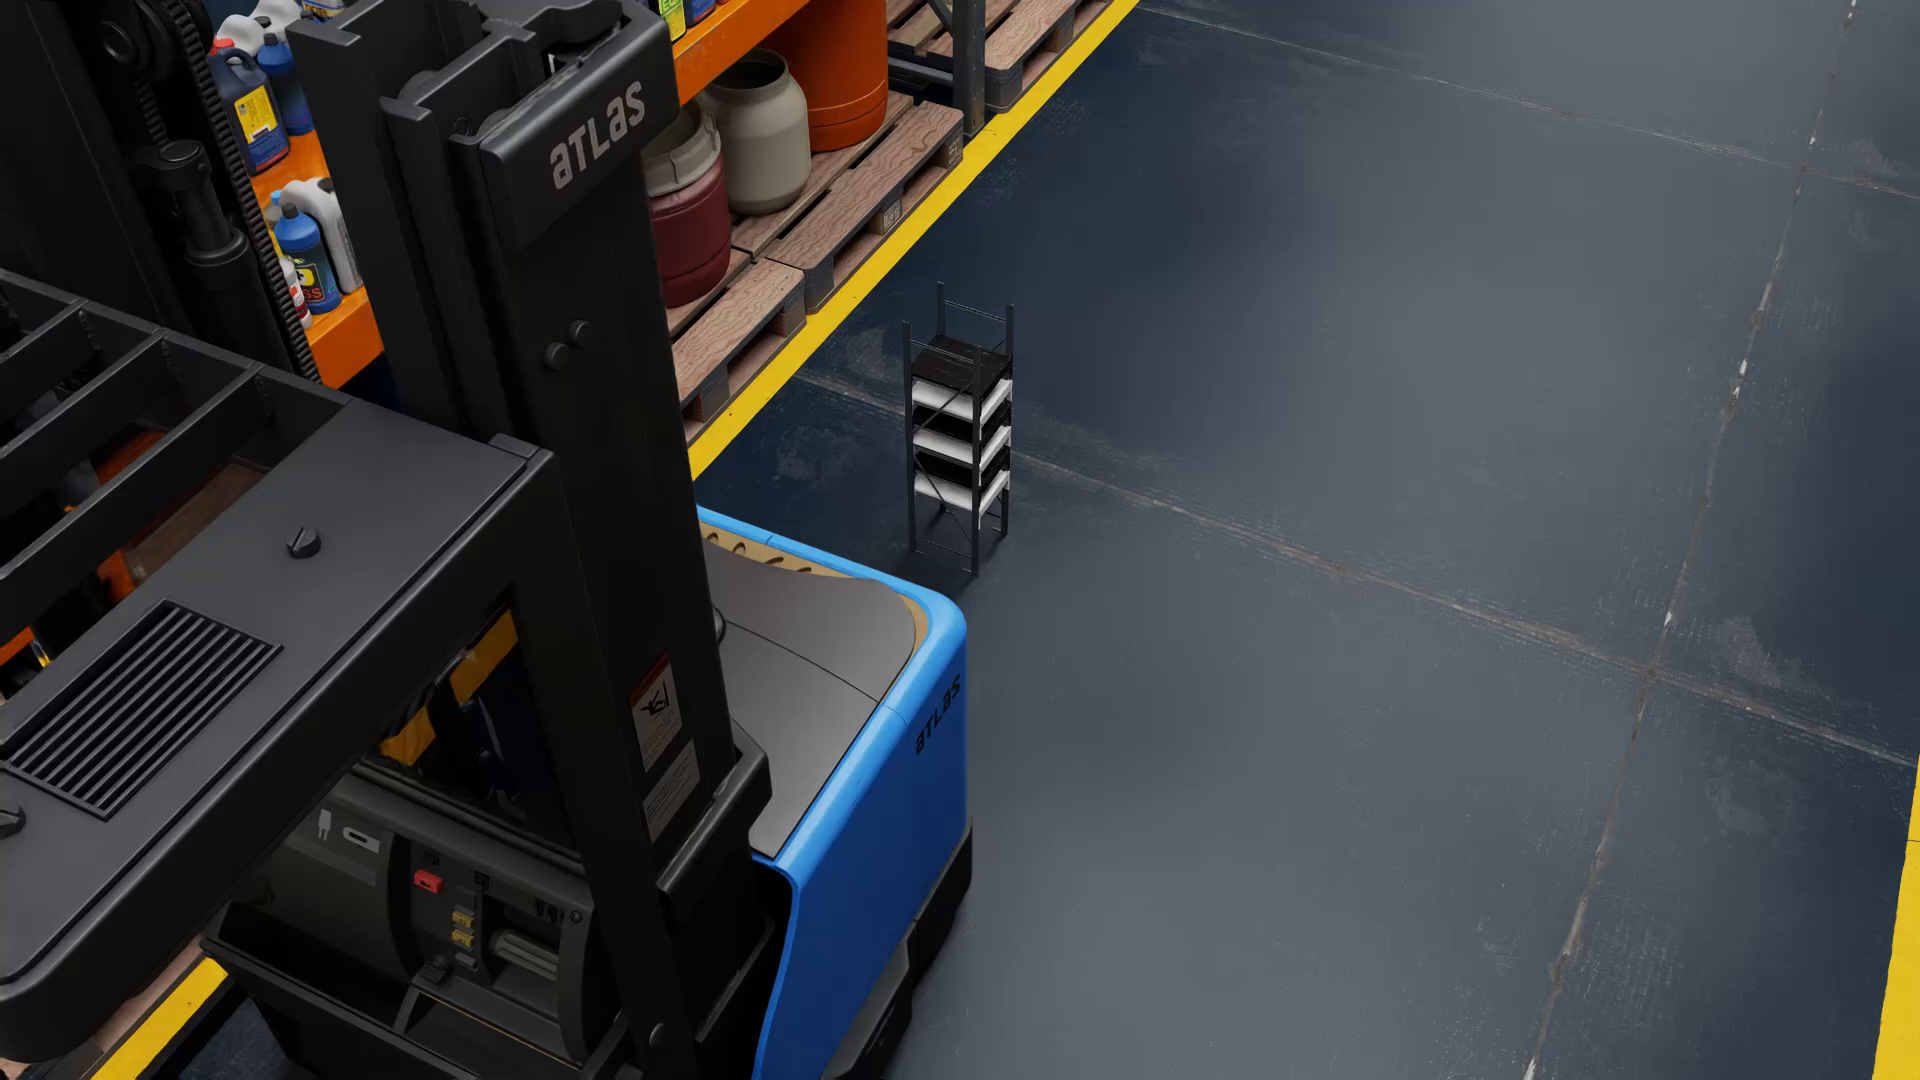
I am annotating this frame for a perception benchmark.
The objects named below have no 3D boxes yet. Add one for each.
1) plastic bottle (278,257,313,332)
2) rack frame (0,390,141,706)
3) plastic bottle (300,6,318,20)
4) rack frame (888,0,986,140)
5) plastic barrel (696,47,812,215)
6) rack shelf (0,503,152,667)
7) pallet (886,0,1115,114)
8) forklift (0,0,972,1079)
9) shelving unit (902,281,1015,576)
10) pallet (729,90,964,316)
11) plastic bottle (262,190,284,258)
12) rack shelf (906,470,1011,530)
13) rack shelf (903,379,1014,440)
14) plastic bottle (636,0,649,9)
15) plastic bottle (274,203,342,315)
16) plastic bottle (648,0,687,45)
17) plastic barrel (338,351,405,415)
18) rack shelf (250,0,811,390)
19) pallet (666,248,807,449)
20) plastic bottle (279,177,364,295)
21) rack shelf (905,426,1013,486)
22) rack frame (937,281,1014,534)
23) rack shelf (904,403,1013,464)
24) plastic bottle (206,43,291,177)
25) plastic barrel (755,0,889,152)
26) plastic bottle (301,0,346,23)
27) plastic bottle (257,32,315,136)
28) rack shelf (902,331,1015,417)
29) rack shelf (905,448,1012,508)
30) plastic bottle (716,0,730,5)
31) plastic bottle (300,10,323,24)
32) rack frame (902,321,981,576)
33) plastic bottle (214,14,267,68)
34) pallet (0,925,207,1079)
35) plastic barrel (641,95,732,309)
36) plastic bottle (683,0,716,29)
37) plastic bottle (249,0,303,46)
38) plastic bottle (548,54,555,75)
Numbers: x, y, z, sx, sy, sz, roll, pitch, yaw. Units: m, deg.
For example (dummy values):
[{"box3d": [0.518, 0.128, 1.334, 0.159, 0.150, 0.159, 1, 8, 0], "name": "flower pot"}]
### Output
[{"box3d": [-1.577, -0.579, 3.853, 0.097, 0.201, 0.097, 0, 45, 0], "name": "plastic bottle"}, {"box3d": [-2.224, -0.396, 3.532, 1.000, 3.000, 0.127, 20, 49, 19], "name": "rack frame"}, {"box3d": [-1.832, -1.396, 4.660, 0.097, 0.201, 0.097, 0, 45, 0], "name": "plastic bottle"}, {"box3d": [-0.368, -2.916, 6.023, 1.000, 3.000, 0.127, 20, 49, 19], "name": "rack frame"}, {"box3d": [-0.763, -1.490, 6.067, 0.421, 0.512, 0.421, 0, 45, 0], "name": "plastic barrel"}, {"box3d": [-3.153, 1.117, 2.543, 1.077, 0.370, 4.000, 20, 49, 19], "name": "rack shelf"}, {"box3d": [0.026, -2.411, 7.484, 1.003, 0.211, 1.213, 20, 49, 19], "name": "pallet"}, {"box3d": [-1.071, 0.651, 2.546, 1.130, 2.935, 3.031, 19, 48, 18], "name": "forklift"}, {"box3d": [-0.004, -0.311, 4.925, 0.258, 0.900, 0.210, 20, 49, 19], "name": "shelving unit"}, {"box3d": [-0.697, -1.425, 6.510, 1.003, 0.211, 1.213, 20, 49, 19], "name": "pallet"}, {"box3d": [-1.621, -0.752, 4.024, 0.097, 0.201, 0.097, 0, 45, 0], "name": "plastic bottle"}, {"box3d": [-0.004, -0.161, 5.077, 0.258, 0.077, 0.200, 20, 49, 19], "name": "rack shelf"}, {"box3d": [-0.004, -0.414, 4.821, 0.258, 0.077, 0.200, 20, 49, 19], "name": "rack shelf"}, {"box3d": [-0.967, -1.496, 4.654, 0.144, 0.351, 0.185, 20, 49, 19], "name": "plastic bottle"}, {"box3d": [-1.532, -0.665, 3.888, 0.097, 0.271, 0.097, 0, 45, 0], "name": "plastic bottle"}, {"box3d": [-0.856, -1.558, 4.763, 0.061, 0.283, 0.133, 20, 49, 19], "name": "plastic bottle"}, {"box3d": [-1.628, -0.589, 4.903, 0.600, 0.901, 0.708, 20, 49, 19], "name": "plastic barrel"}, {"box3d": [-1.296, -1.403, 5.033, 1.077, 0.370, 4.000, 20, 49, 19], "name": "rack shelf"}, {"box3d": [-1.264, -0.659, 5.753, 1.003, 0.211, 1.213, 20, 49, 19], "name": "pallet"}, {"box3d": [-1.502, -0.748, 3.968, 0.152, 0.276, 0.135, 20, 49, 19], "name": "plastic bottle"}, {"box3d": [-0.004, -0.288, 4.949, 0.258, 0.077, 0.200, 20, 49, 19], "name": "rack shelf"}, {"box3d": [0.043, -0.375, 4.988, 0.240, 0.900, 0.006, 20, 49, 19], "name": "rack frame"}, {"box3d": [-0.004, -0.351, 4.885, 0.258, 0.077, 0.200, 20, 49, 19], "name": "rack shelf"}, {"box3d": [-1.874, -1.134, 4.297, 0.144, 0.351, 0.185, 20, 49, 19], "name": "plastic bottle"}, {"box3d": [-0.580, -1.986, 6.335, 0.600, 0.830, 0.708, 20, 49, 19], "name": "plastic barrel"}, {"box3d": [-1.754, -1.486, 4.697, 0.152, 0.276, 0.135, 20, 49, 19], "name": "plastic bottle"}, {"box3d": [-1.805, -1.224, 4.441, 0.097, 0.271, 0.097, 0, 45, 0], "name": "plastic bottle"}, {"box3d": [-0.004, -0.478, 4.757, 0.258, 0.077, 0.200, 20, 49, 19], "name": "rack shelf"}, {"box3d": [-0.004, -0.225, 5.013, 0.258, 0.077, 0.200, 20, 49, 19], "name": "rack shelf"}, {"box3d": [-0.708, -1.759, 4.961, 0.061, 0.283, 0.133, 20, 49, 19], "name": "plastic bottle"}, {"box3d": [-1.742, -1.309, 4.525, 0.097, 0.271, 0.097, 0, 45, 0], "name": "plastic bottle"}, {"box3d": [-0.051, -0.247, 4.862, 0.240, 0.900, 0.006, 20, 49, 19], "name": "rack frame"}, {"box3d": [-1.924, -1.255, 4.468, 0.152, 0.276, 0.135, 20, 49, 19], "name": "plastic bottle"}, {"box3d": [-2.531, 1.061, 4.053, 1.003, 0.211, 1.213, 20, 49, 19], "name": "pallet"}, {"box3d": [-1.104, -1.190, 5.718, 0.600, 0.588, 0.708, 20, 49, 19], "name": "plastic barrel"}, {"box3d": [-0.819, -1.696, 4.852, 0.144, 0.351, 0.185, 20, 49, 19], "name": "plastic bottle"}, {"box3d": [-1.862, -1.340, 4.552, 0.152, 0.276, 0.135, 20, 49, 19], "name": "plastic bottle"}, {"box3d": [-1.135, -1.247, 4.461, 0.152, 0.276, 0.135, 20, 49, 19], "name": "plastic bottle"}]
